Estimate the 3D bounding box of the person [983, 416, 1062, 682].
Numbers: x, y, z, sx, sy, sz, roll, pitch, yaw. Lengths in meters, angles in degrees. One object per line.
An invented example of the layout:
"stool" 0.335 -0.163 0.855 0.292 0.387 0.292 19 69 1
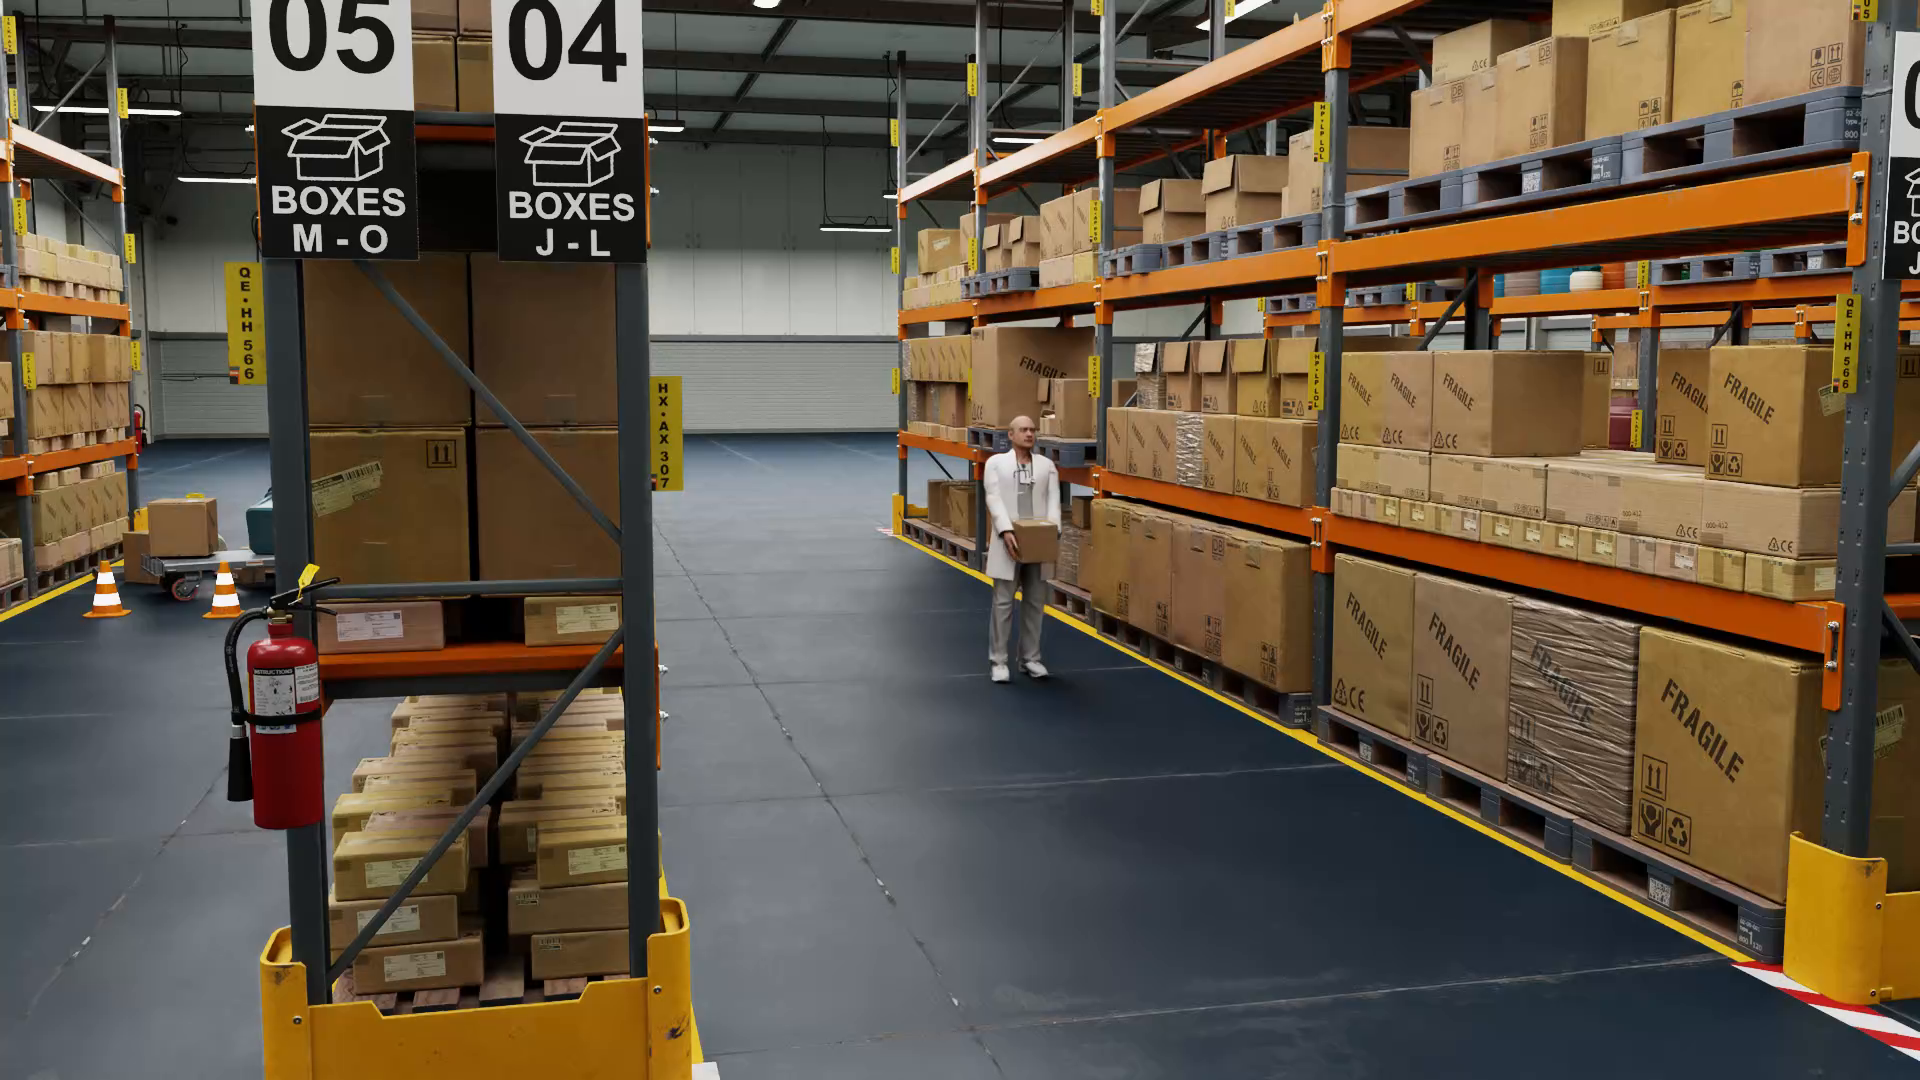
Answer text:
"person" 0.446 0.052 11.355 0.557 1.781 0.523 -2 6 -14
